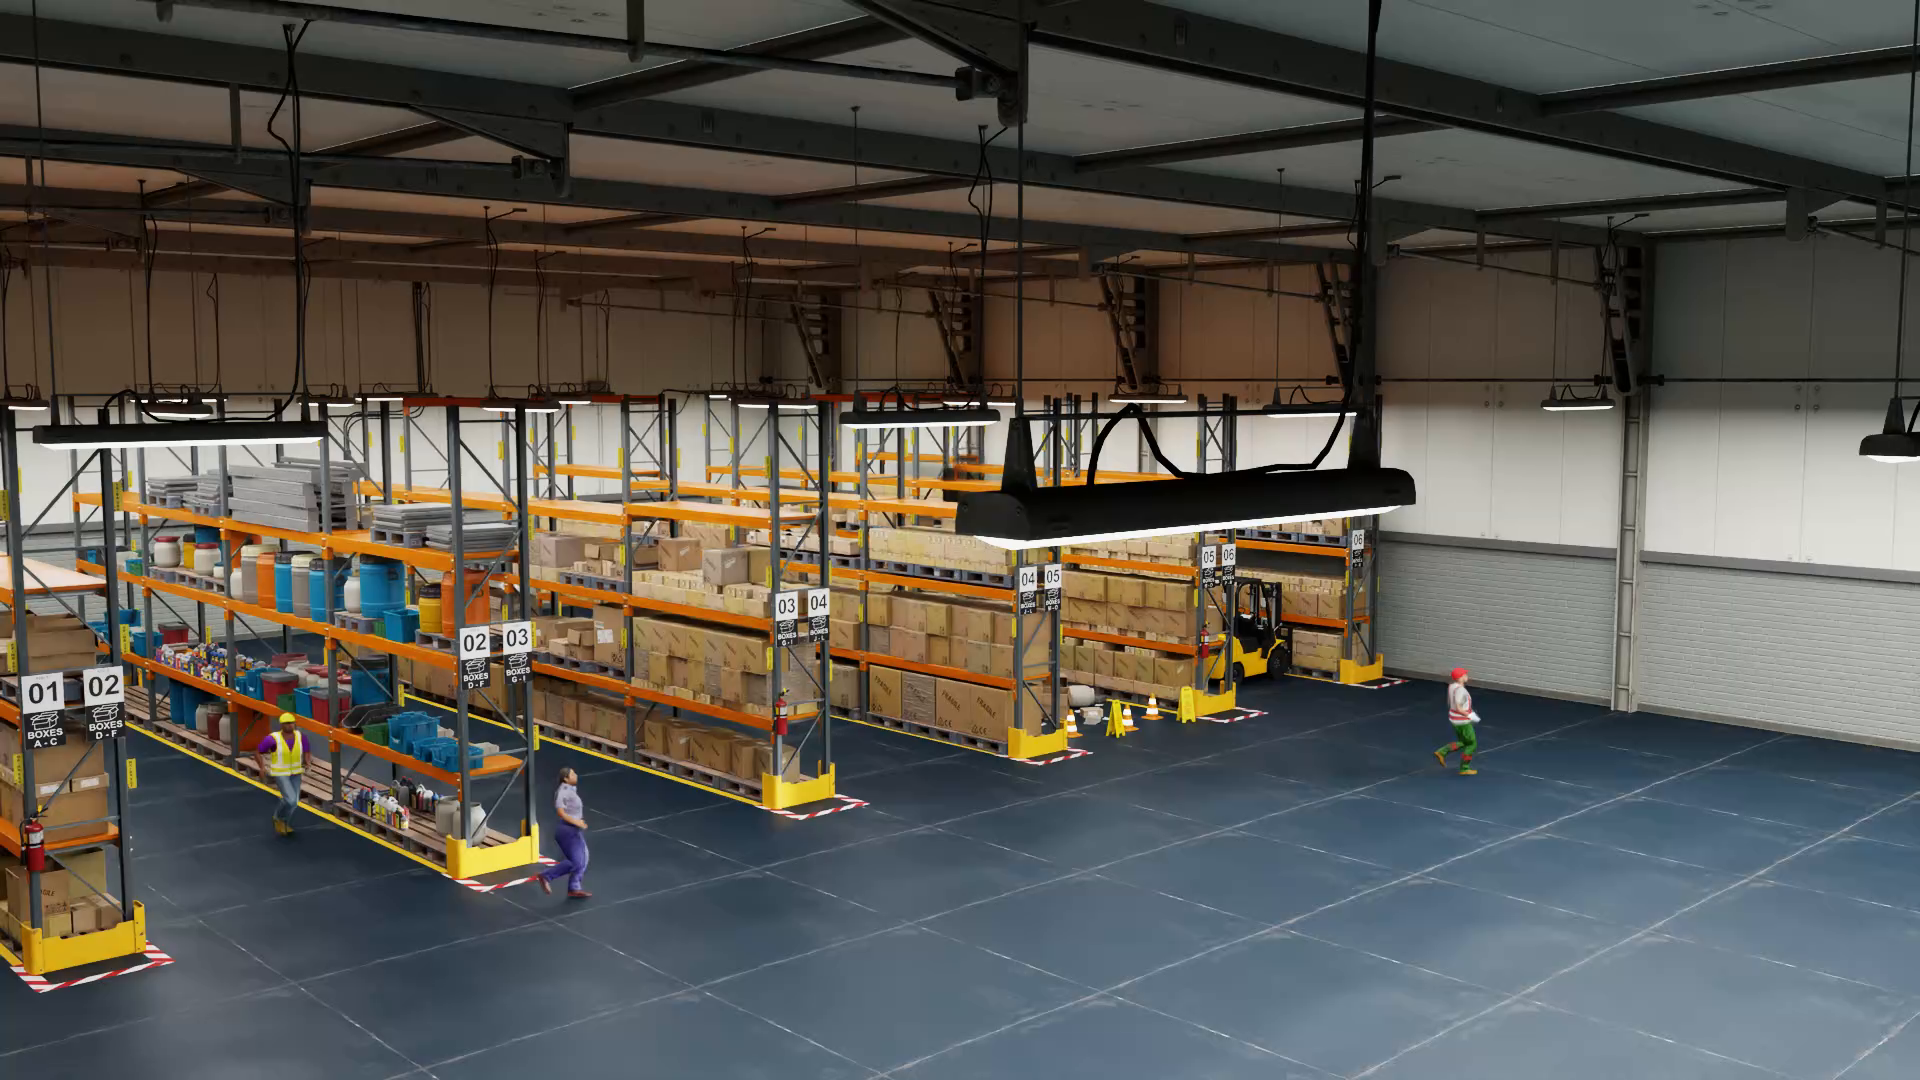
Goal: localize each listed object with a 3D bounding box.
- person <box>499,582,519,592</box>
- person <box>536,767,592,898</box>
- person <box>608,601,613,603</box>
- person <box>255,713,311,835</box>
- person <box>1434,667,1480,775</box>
[{"bbox_3d":[-10.898,1.595,40.120,0.752,1.723,0.740,3,7,32],"label":"person"},{"bbox_3d":[-4.850,3.584,20.359,0.632,1.599,0.635,-1,6,-12],"label":"person"},{"bbox_3d":[-7.222,2.073,34.720,0.672,1.826,0.857,-5,8,-43],"label":"person"},{"bbox_3d":[-9.282,3.236,22.969,0.720,1.716,0.680,5,7,40],"label":"person"},{"bbox_3d":[7.956,2.897,26.578,0.673,1.740,0.657,0,6,1],"label":"person"}]
